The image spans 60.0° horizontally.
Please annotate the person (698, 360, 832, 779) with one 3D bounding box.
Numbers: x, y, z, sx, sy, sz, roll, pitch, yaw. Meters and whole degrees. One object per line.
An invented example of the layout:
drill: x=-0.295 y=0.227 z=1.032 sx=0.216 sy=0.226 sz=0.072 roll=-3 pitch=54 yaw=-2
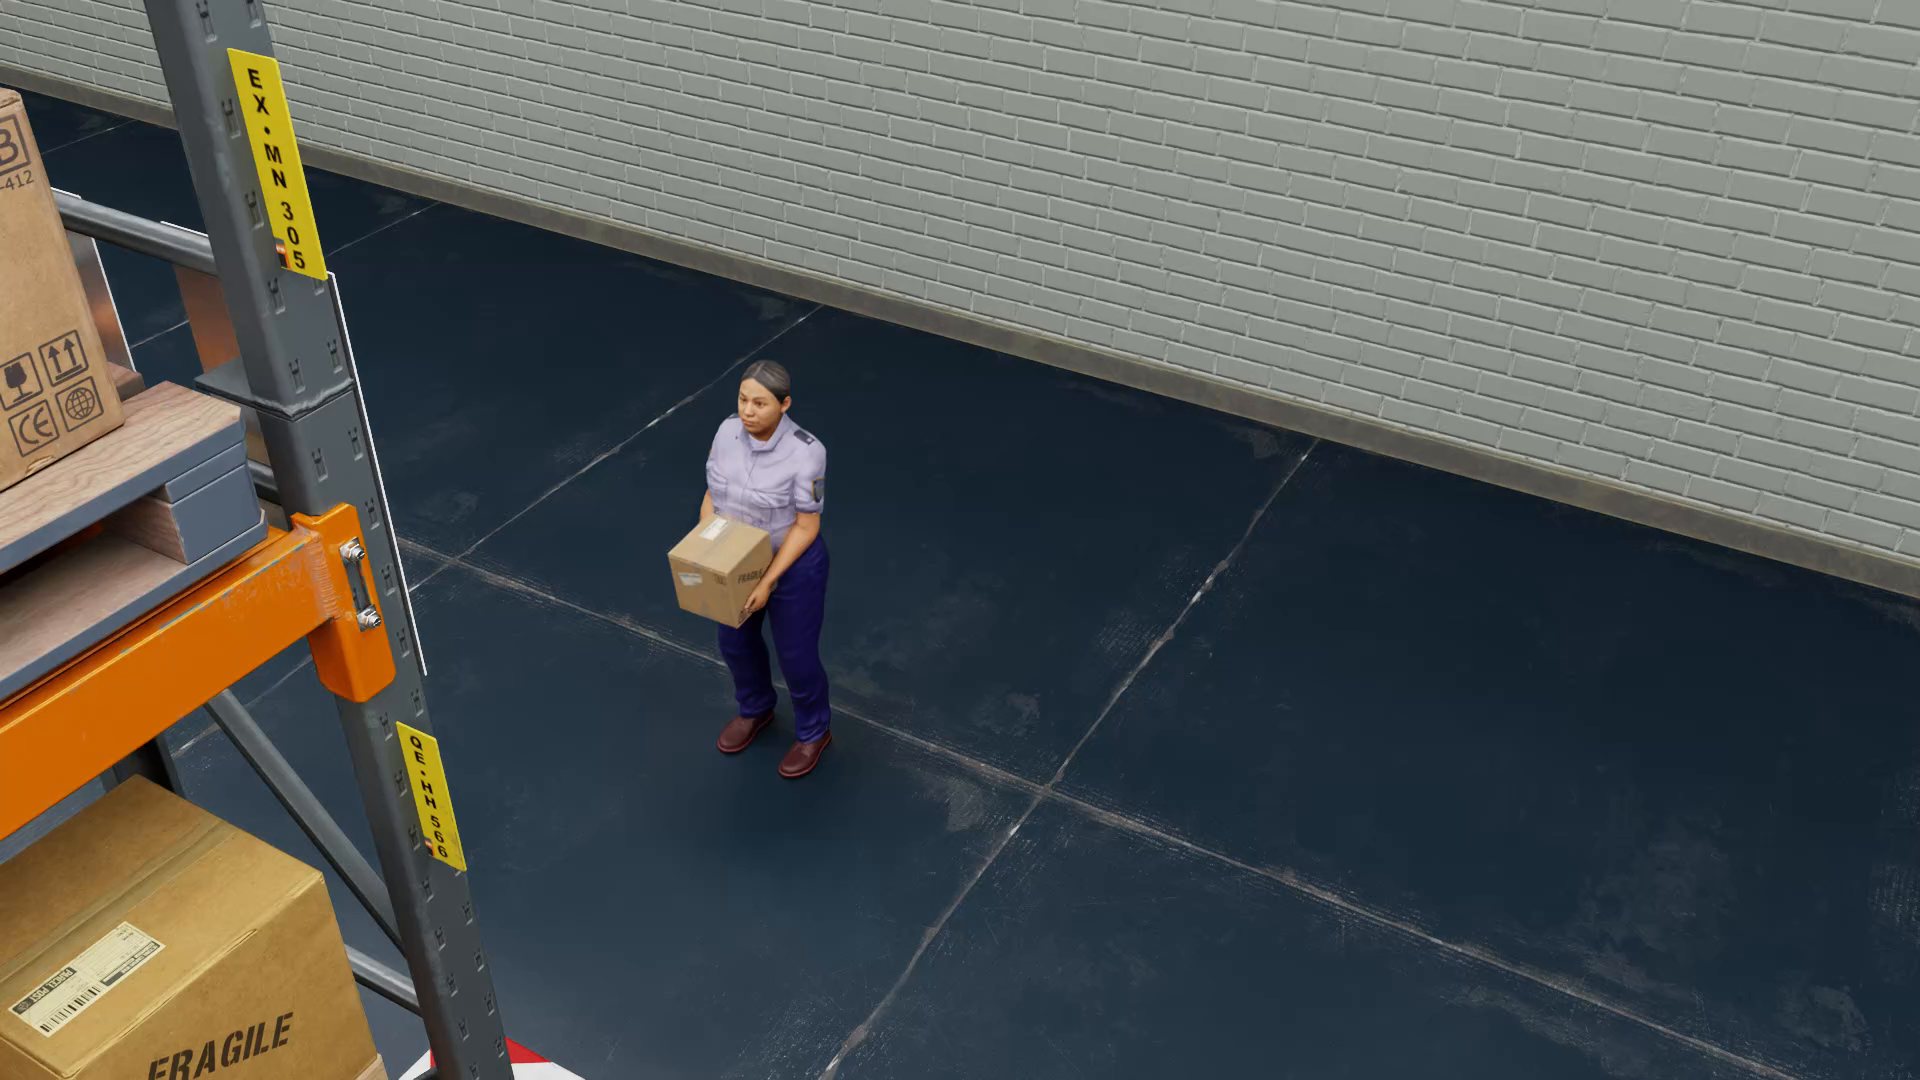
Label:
person: x=-0.722 y=0.146 z=5.959 sx=0.471 sy=1.626 sz=0.511 roll=18 pitch=38 yaw=24
